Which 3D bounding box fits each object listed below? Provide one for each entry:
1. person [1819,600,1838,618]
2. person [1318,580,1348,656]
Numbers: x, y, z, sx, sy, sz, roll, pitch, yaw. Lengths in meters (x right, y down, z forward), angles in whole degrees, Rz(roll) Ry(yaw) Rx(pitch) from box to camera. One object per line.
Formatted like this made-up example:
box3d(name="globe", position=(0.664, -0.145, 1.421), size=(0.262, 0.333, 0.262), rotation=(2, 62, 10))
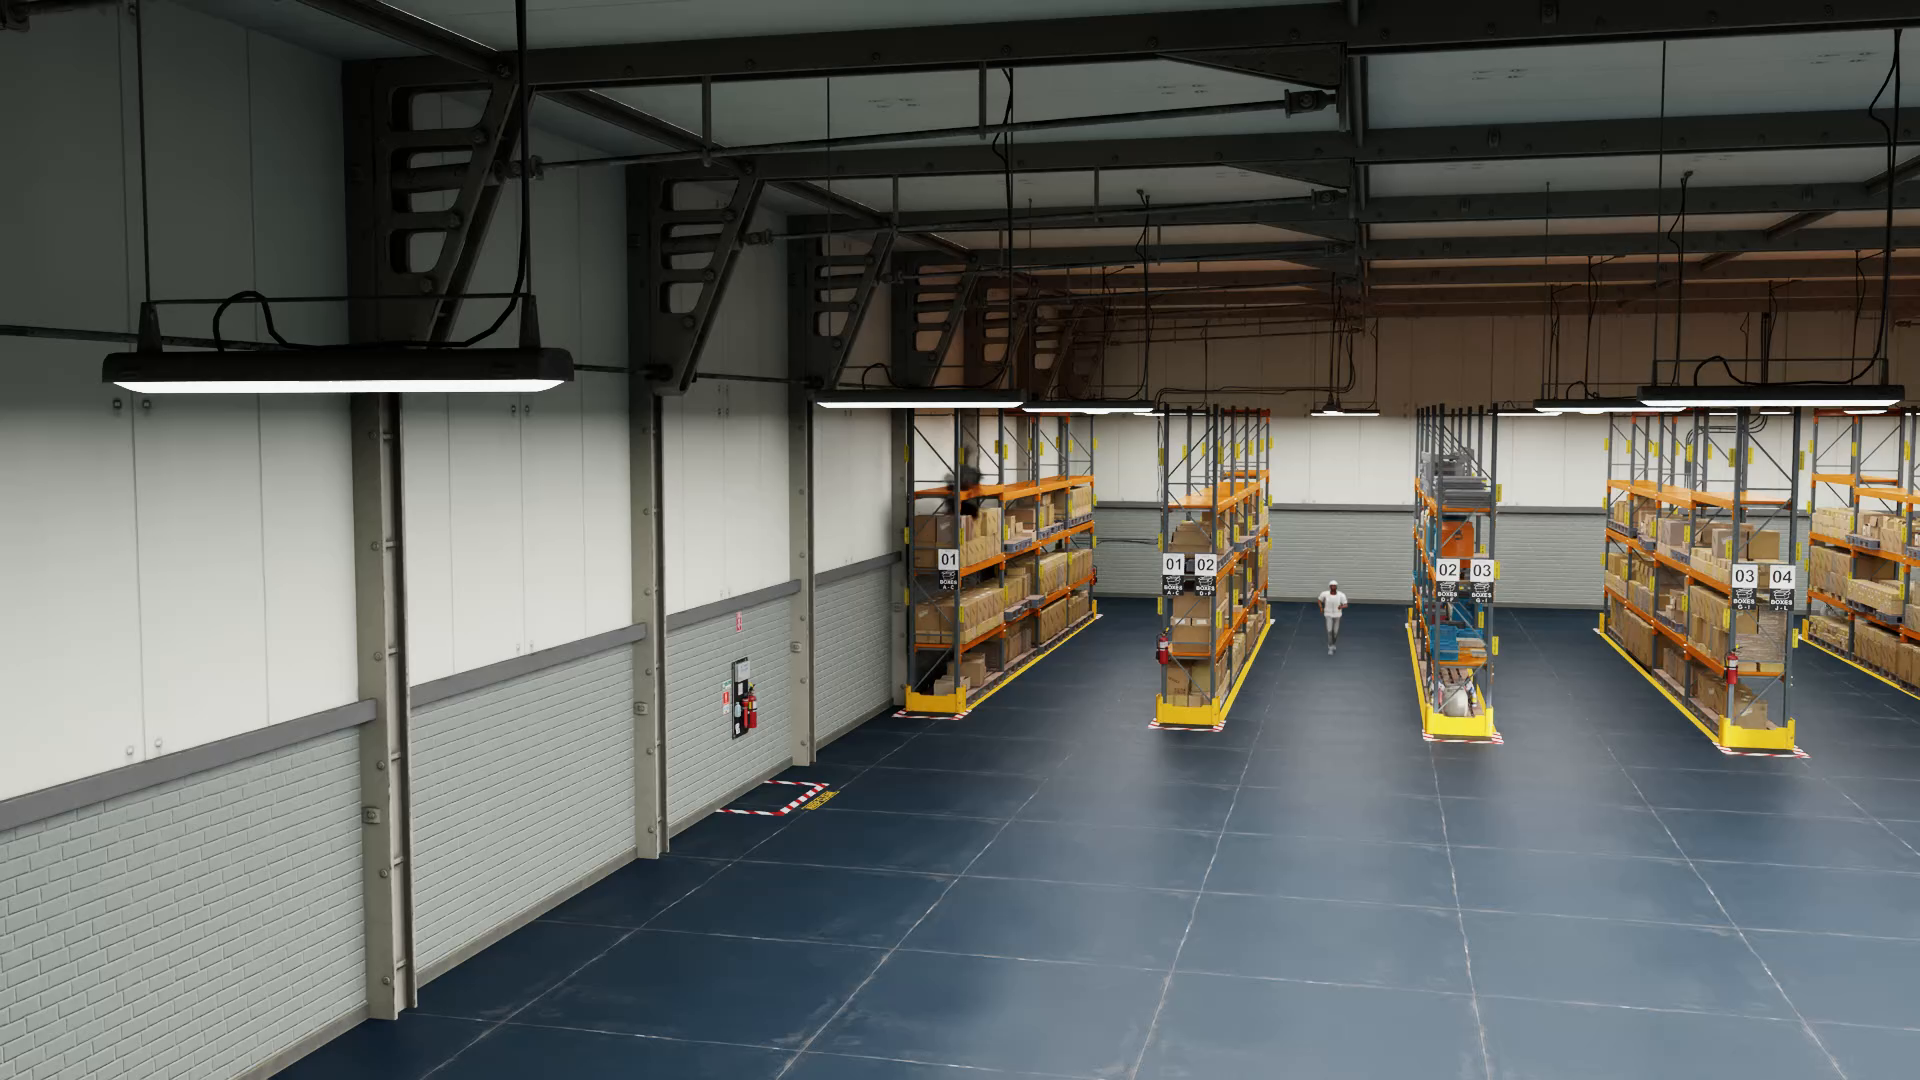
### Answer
box3d(name="person", position=(23.216, 1.691, 44.244), size=(0.727, 1.624, 0.615), rotation=(0, 4, -2))
box3d(name="person", position=(9.109, 1.879, 40.591), size=(0.701, 1.798, 0.801), rotation=(0, 4, 6))
